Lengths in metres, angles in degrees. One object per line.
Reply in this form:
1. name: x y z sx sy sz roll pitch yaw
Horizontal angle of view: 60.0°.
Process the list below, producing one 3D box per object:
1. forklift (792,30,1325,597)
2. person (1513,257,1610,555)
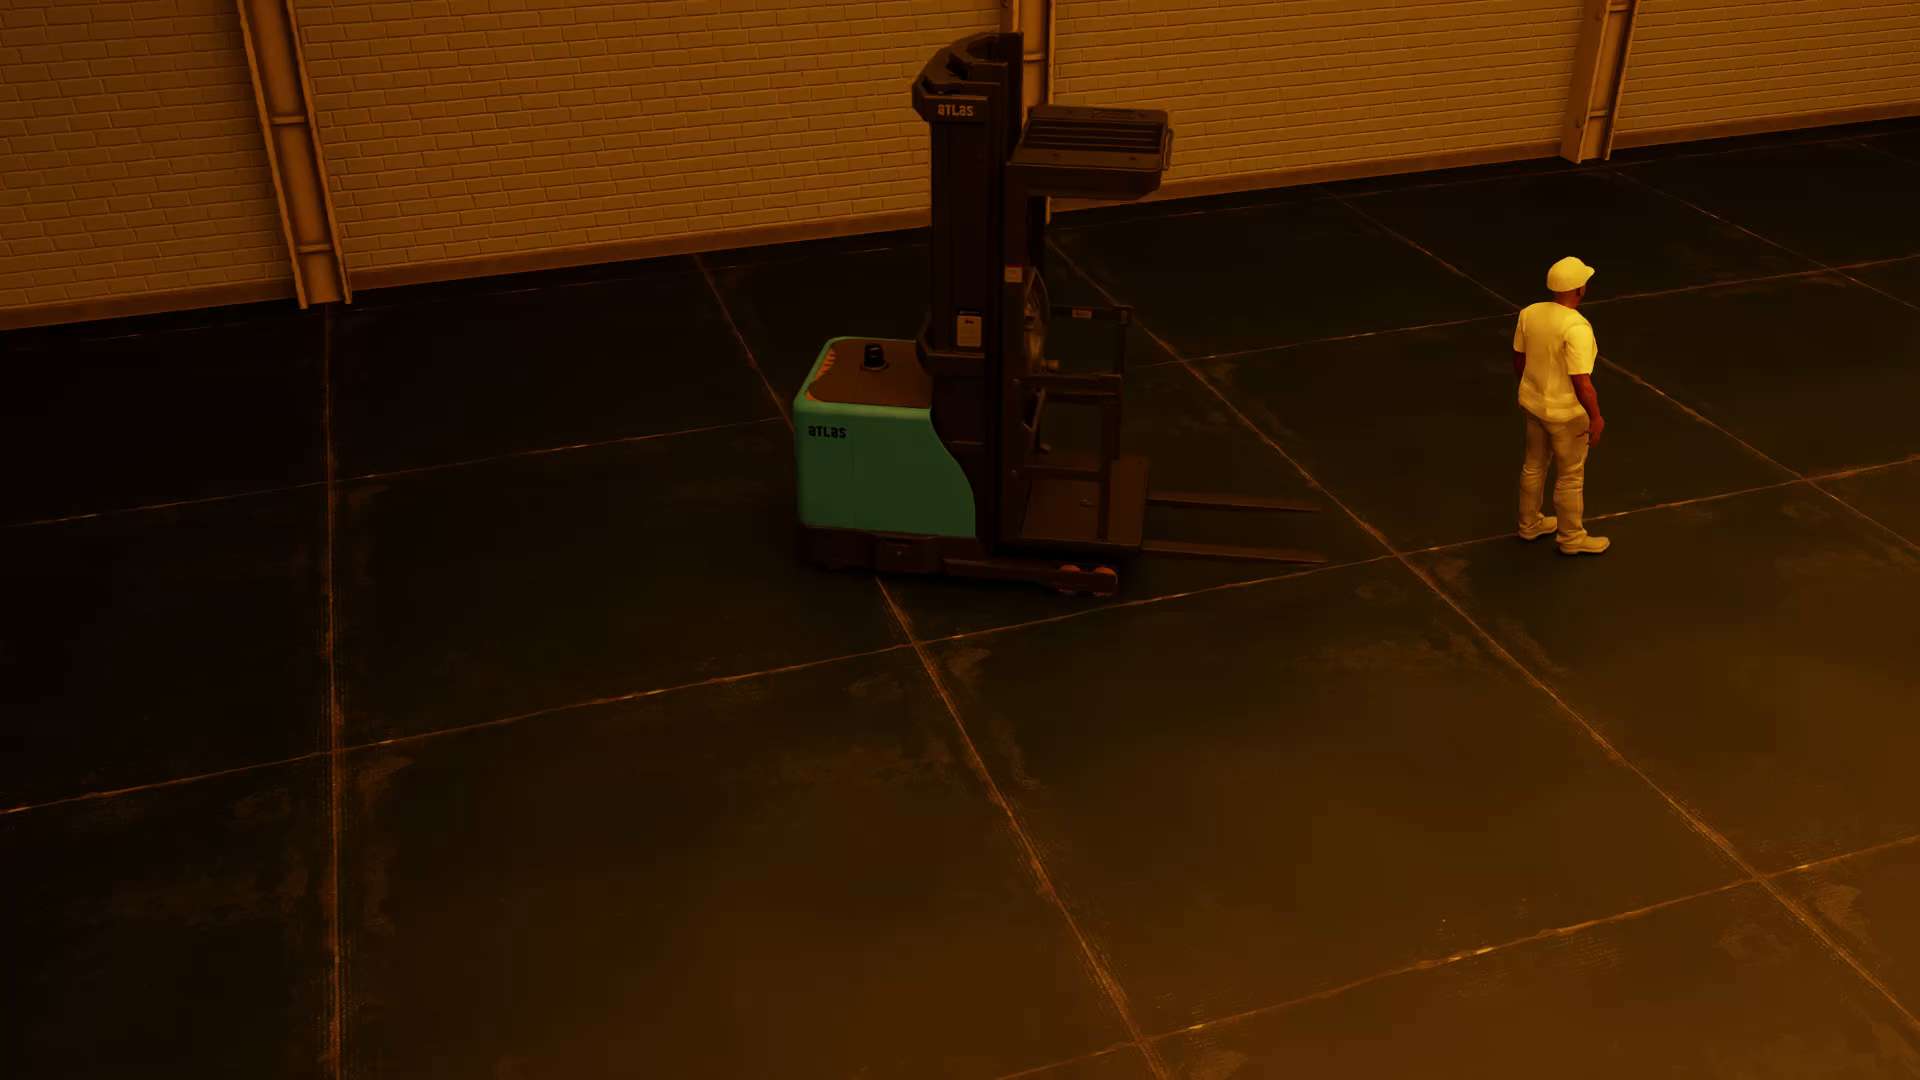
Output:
1. forklift: 0.609 -1.231 9.226 3.031 2.935 1.130 4 30 7
2. person: 3.503 -0.793 9.619 0.577 1.765 0.666 -11 32 -19
